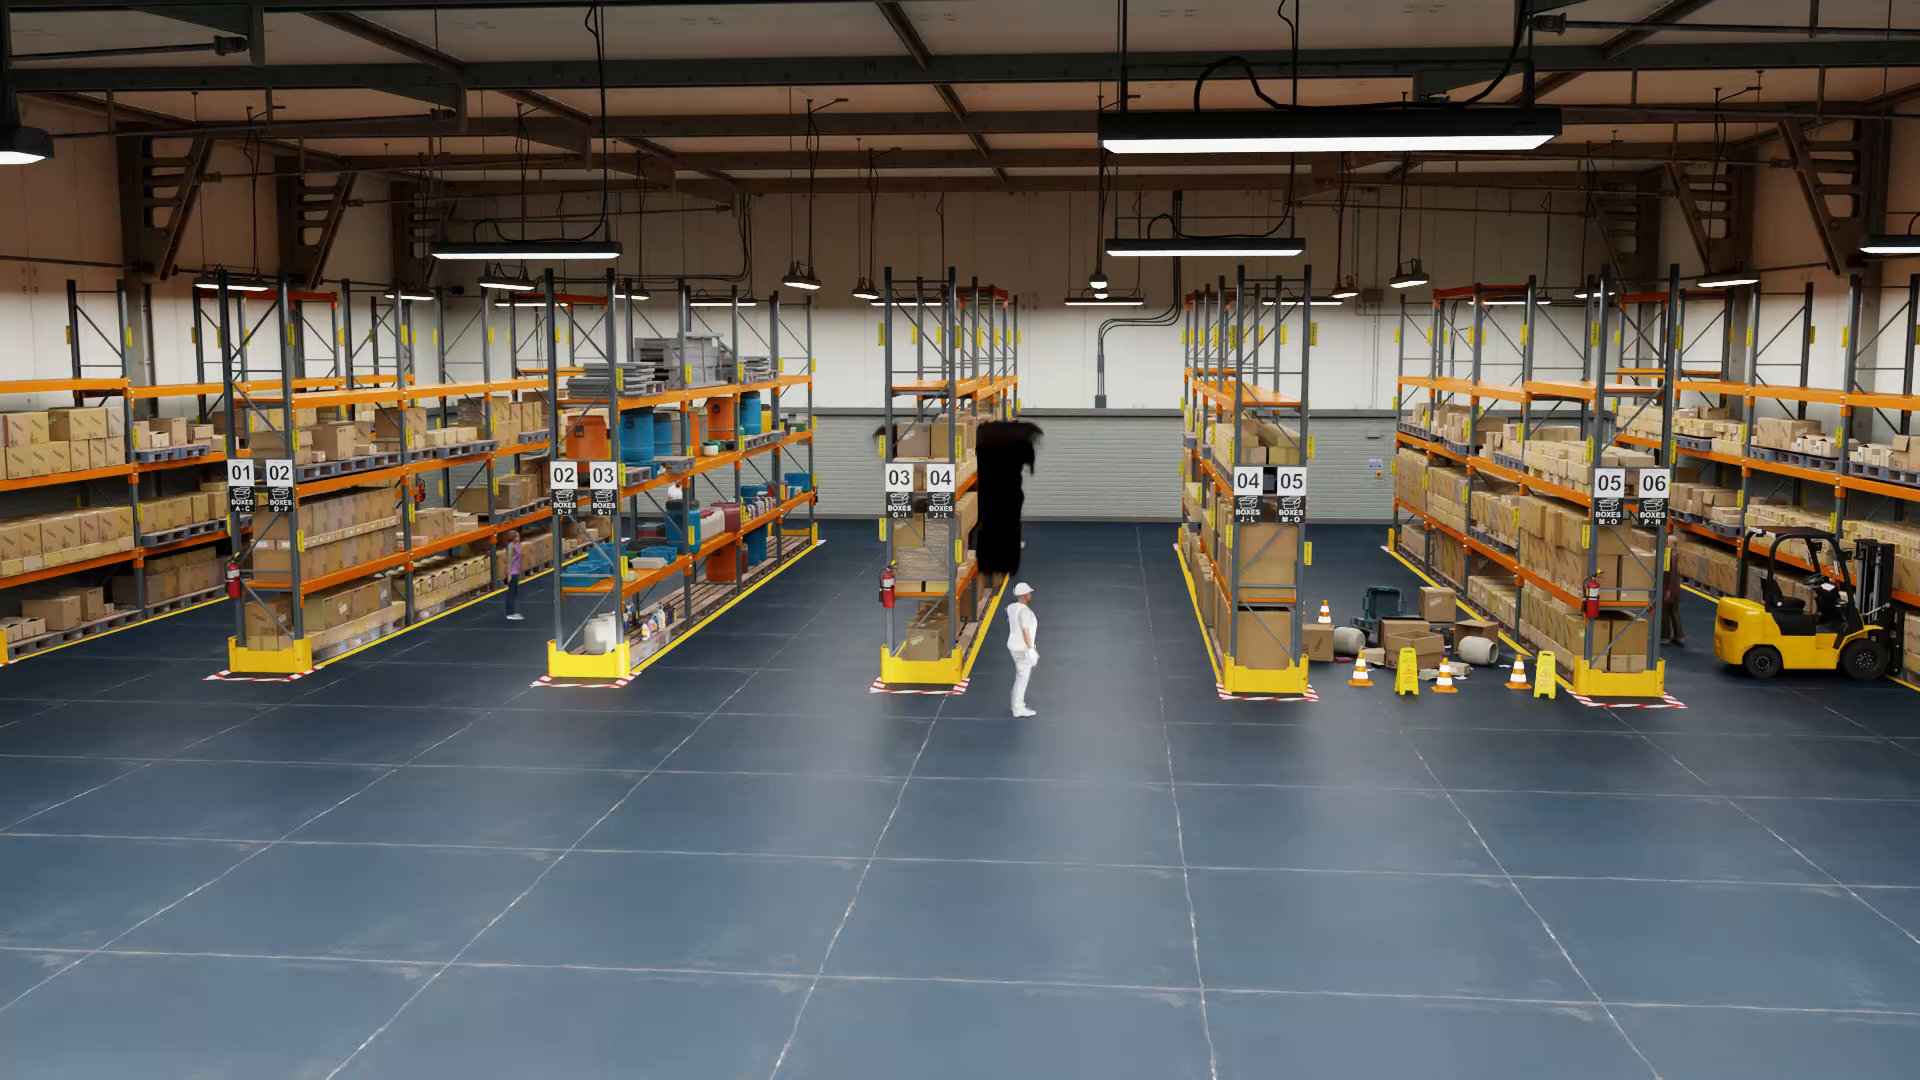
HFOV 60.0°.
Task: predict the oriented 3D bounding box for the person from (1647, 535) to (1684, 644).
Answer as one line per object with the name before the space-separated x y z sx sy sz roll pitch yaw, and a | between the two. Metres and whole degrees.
person | 11.680 0.907 27.358 0.589 1.583 0.529 -5 9 -37

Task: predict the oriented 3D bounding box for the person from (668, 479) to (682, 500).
person | -6.897 -0.766 40.743 0.485 1.632 0.665 0 7 4

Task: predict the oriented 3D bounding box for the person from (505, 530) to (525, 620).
person | -7.918 0.609 29.595 0.343 1.602 0.454 -1 7 -11

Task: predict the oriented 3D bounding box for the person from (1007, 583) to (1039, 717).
person | 0.849 1.468 22.050 0.400 1.808 0.661 -2 7 -12
